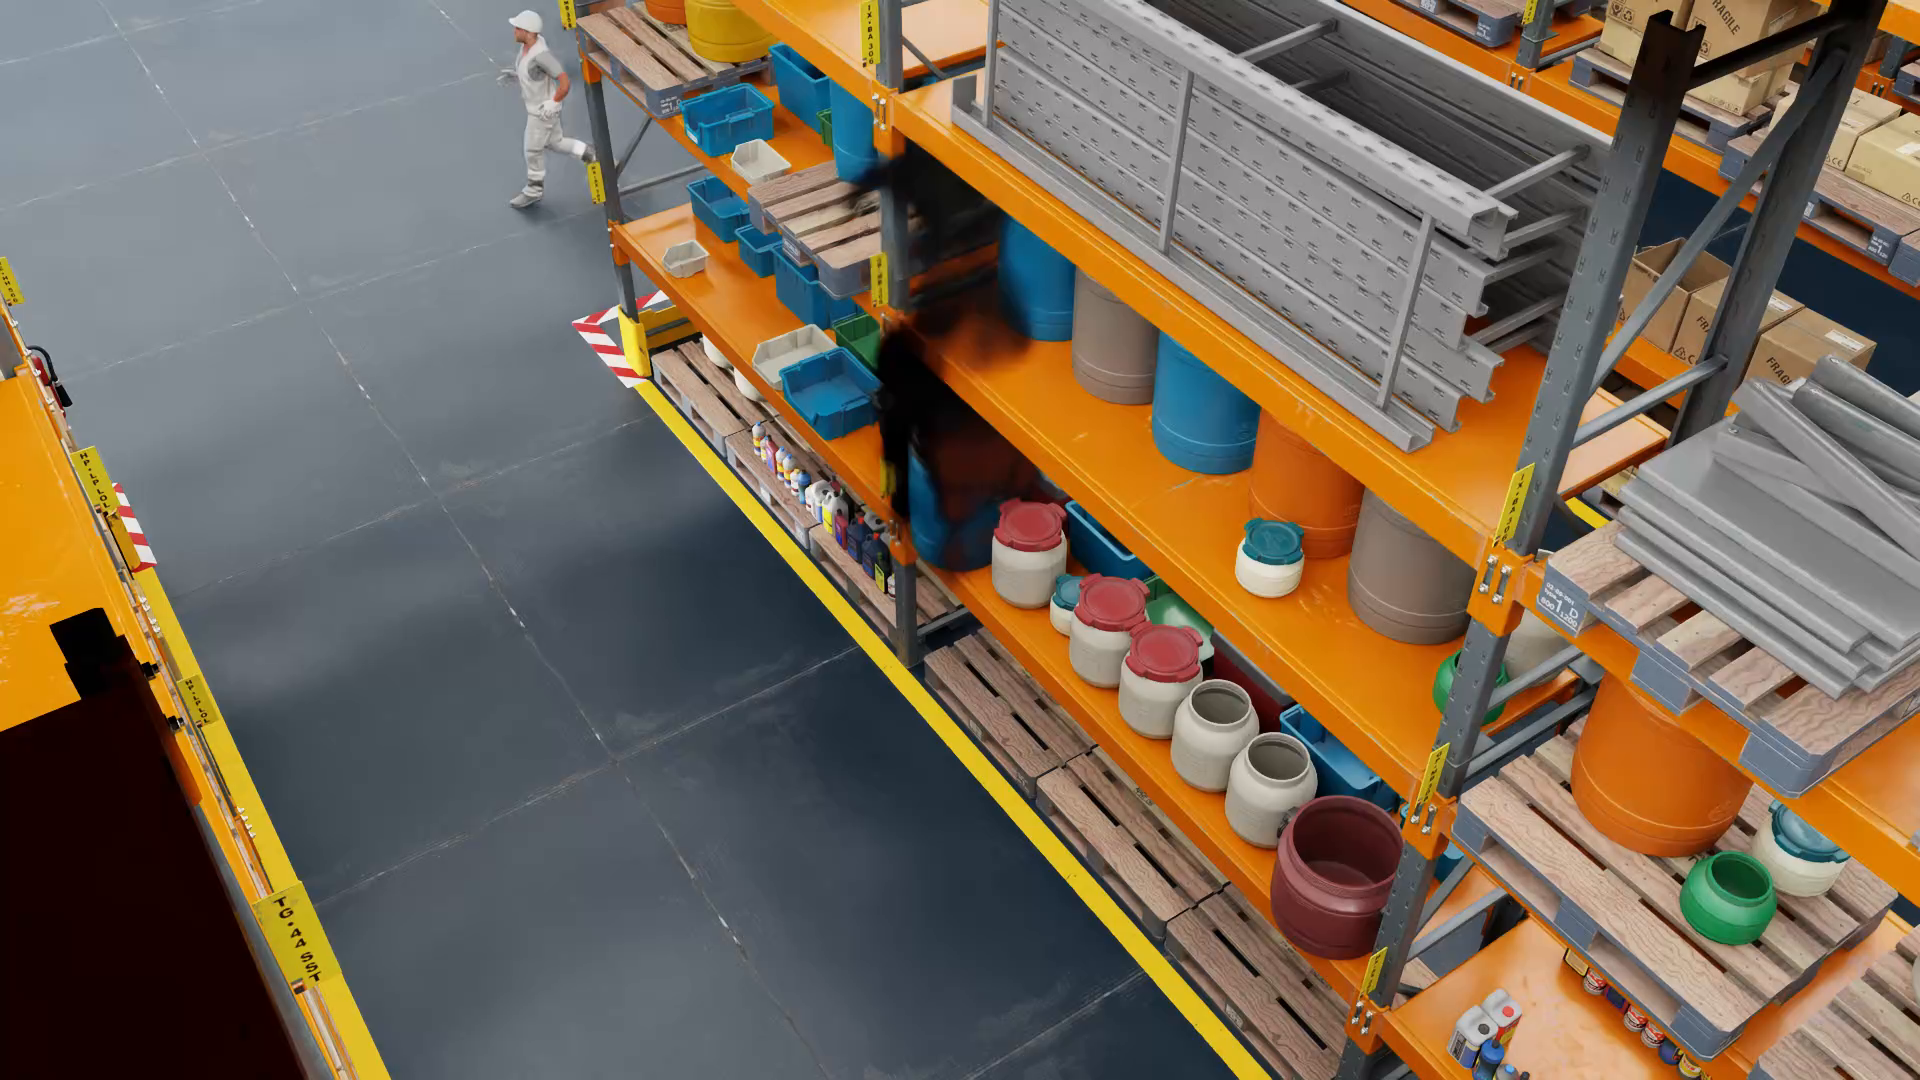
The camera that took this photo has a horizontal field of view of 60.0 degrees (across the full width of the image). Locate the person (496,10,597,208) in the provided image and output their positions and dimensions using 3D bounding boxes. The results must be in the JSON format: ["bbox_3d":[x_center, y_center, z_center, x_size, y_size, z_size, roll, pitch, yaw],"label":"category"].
[{"bbox_3d":[-3.614,-3.780,14.548,0.968,1.789,0.649,-10,44,-11],"label":"person"}]
